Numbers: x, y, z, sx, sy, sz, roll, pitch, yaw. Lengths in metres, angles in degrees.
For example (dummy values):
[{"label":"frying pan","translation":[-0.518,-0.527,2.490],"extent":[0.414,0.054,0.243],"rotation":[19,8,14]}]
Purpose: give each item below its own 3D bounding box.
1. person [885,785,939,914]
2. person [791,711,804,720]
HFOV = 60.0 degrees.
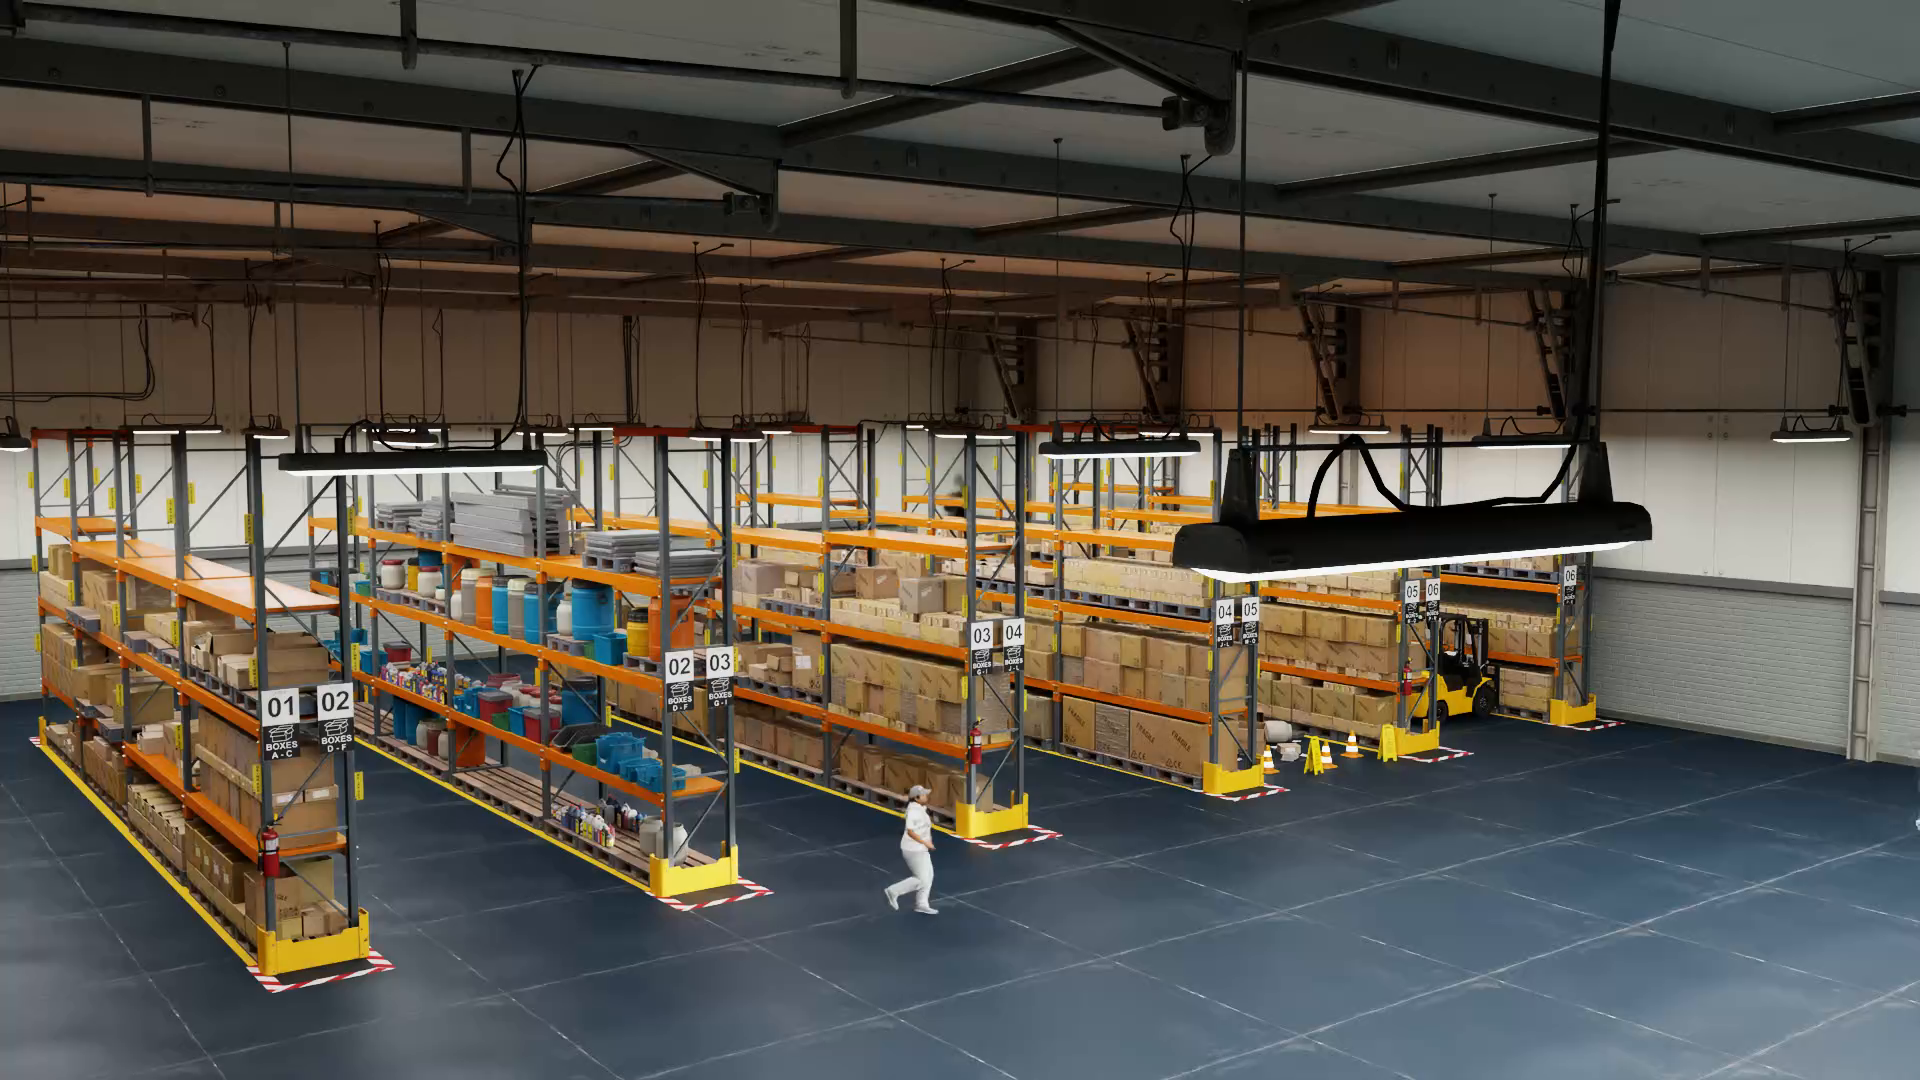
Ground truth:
[{"label":"person","translation":[-0.609,3.890,20.880],"extent":[0.681,1.657,0.610],"rotation":[0,4,-3]},{"label":"person","translation":[-3.244,2.926,33.139],"extent":[0.580,1.607,0.687],"rotation":[-4,6,-41]}]
